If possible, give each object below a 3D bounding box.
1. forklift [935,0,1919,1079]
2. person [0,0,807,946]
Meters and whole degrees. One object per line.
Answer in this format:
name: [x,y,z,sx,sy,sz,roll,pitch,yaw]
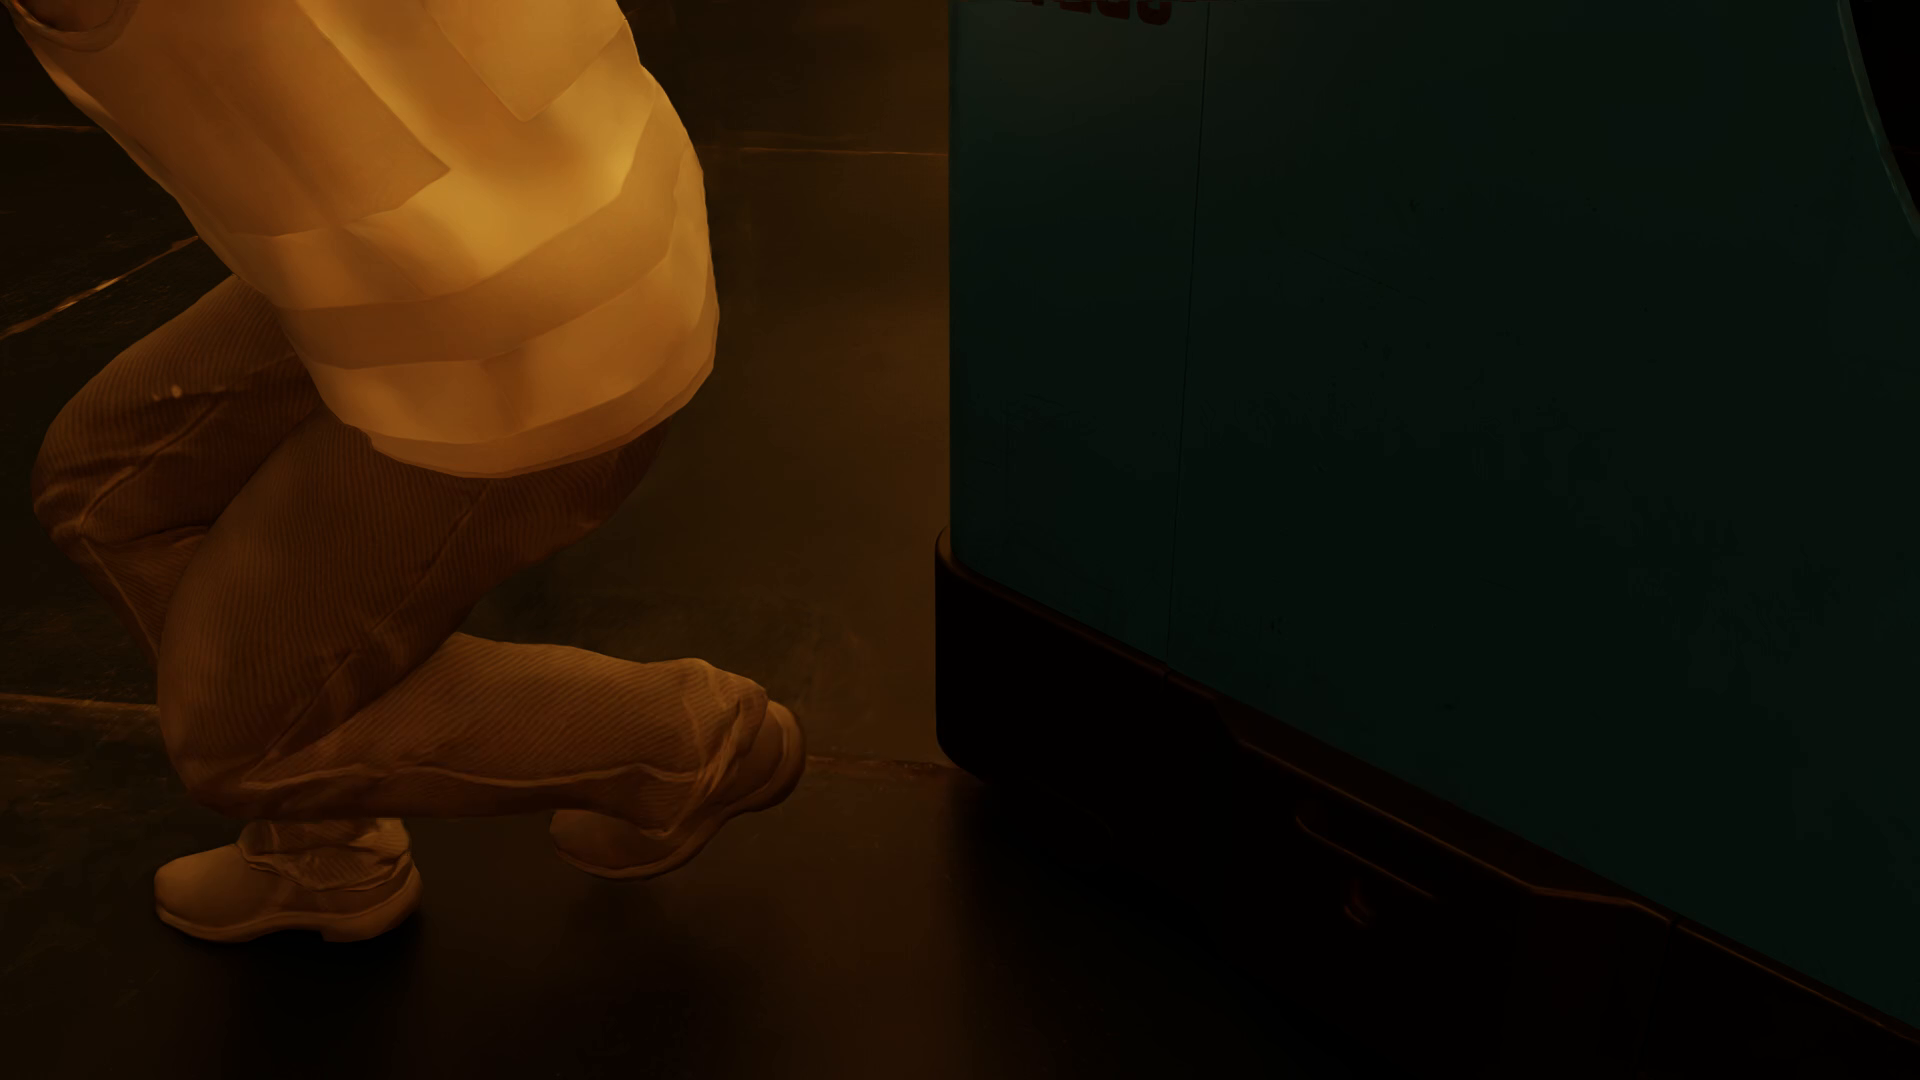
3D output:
forklift: [1.353,-0.701,0.622,1.130,2.935,3.031,-23,35,-38]
person: [-0.703,-0.271,1.408,1.103,1.473,0.842,-1,27,-1]
